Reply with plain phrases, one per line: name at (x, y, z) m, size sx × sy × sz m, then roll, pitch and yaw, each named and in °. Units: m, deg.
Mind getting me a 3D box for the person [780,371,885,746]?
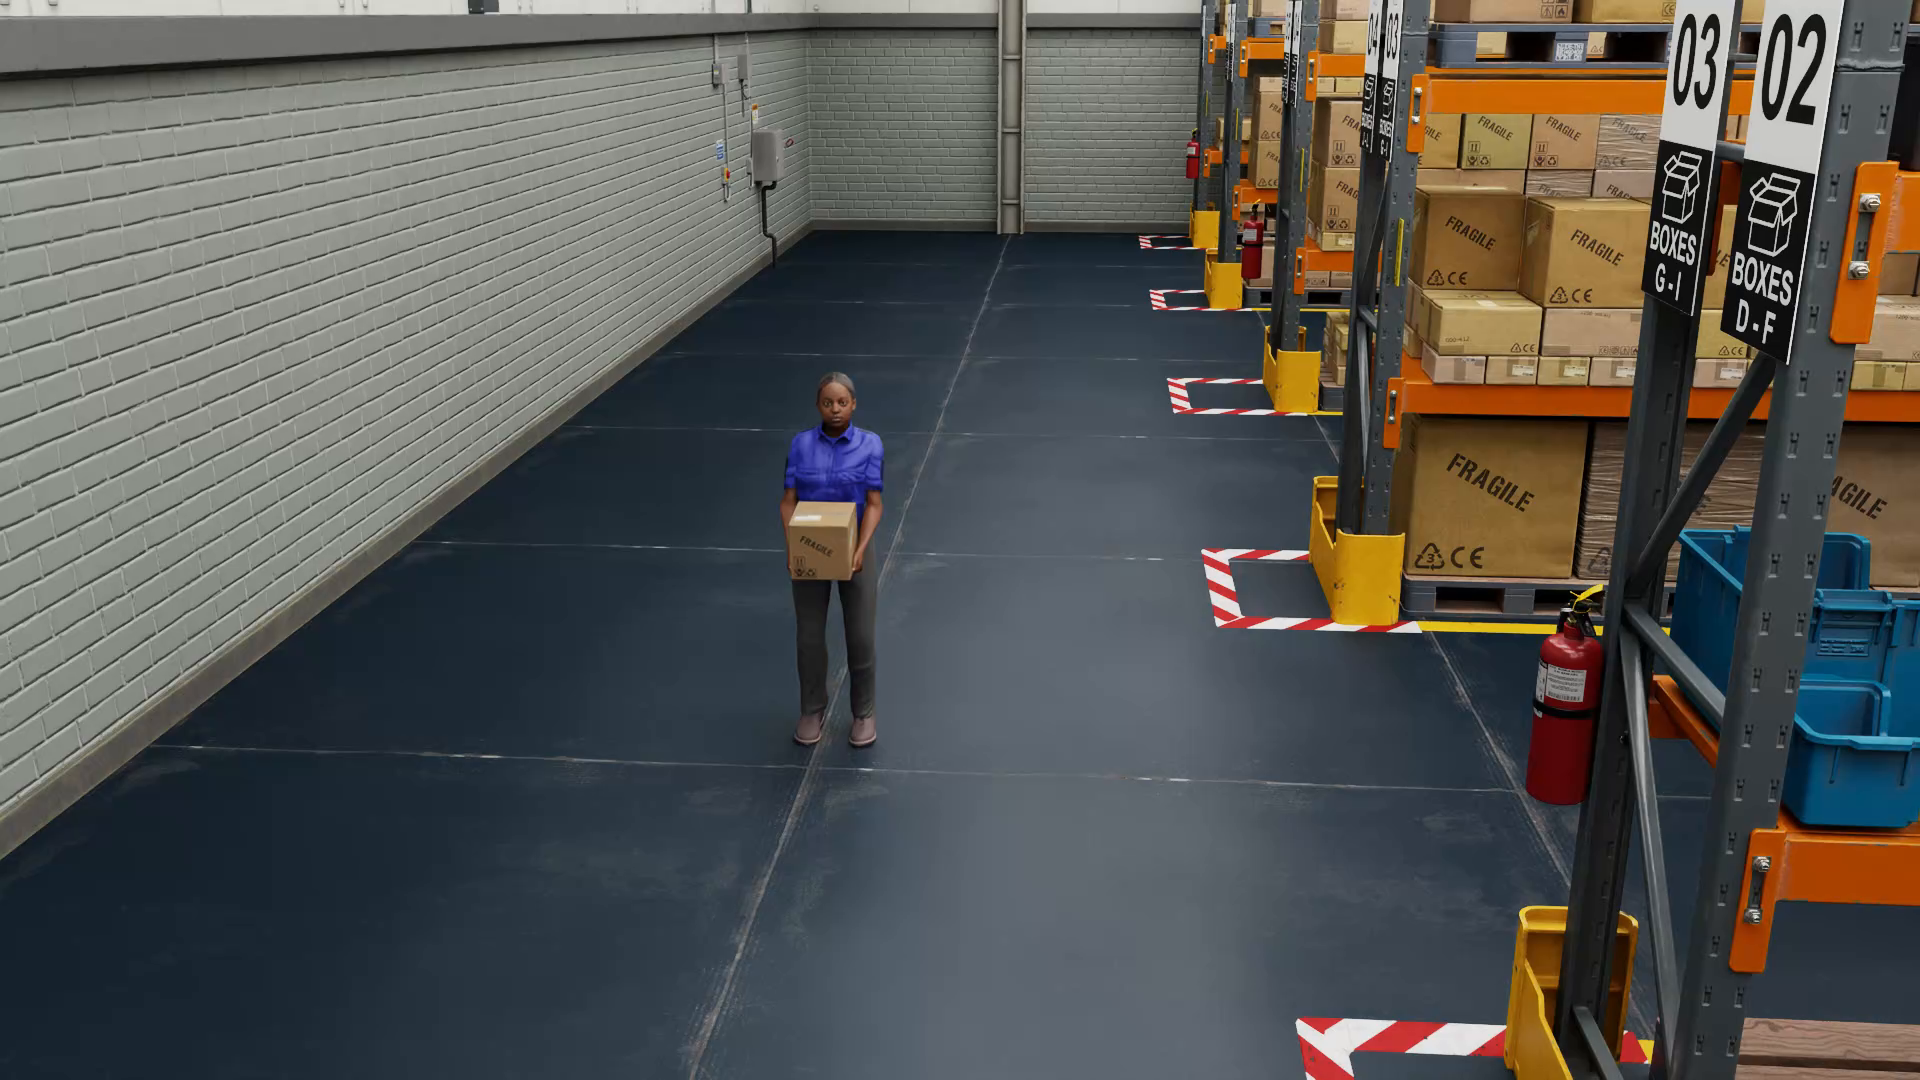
person at (-0.559, 0.112, 7.224) m, size 0.450 × 1.654 × 0.503 m, roll 1°, pitch 18°, yaw 5°
